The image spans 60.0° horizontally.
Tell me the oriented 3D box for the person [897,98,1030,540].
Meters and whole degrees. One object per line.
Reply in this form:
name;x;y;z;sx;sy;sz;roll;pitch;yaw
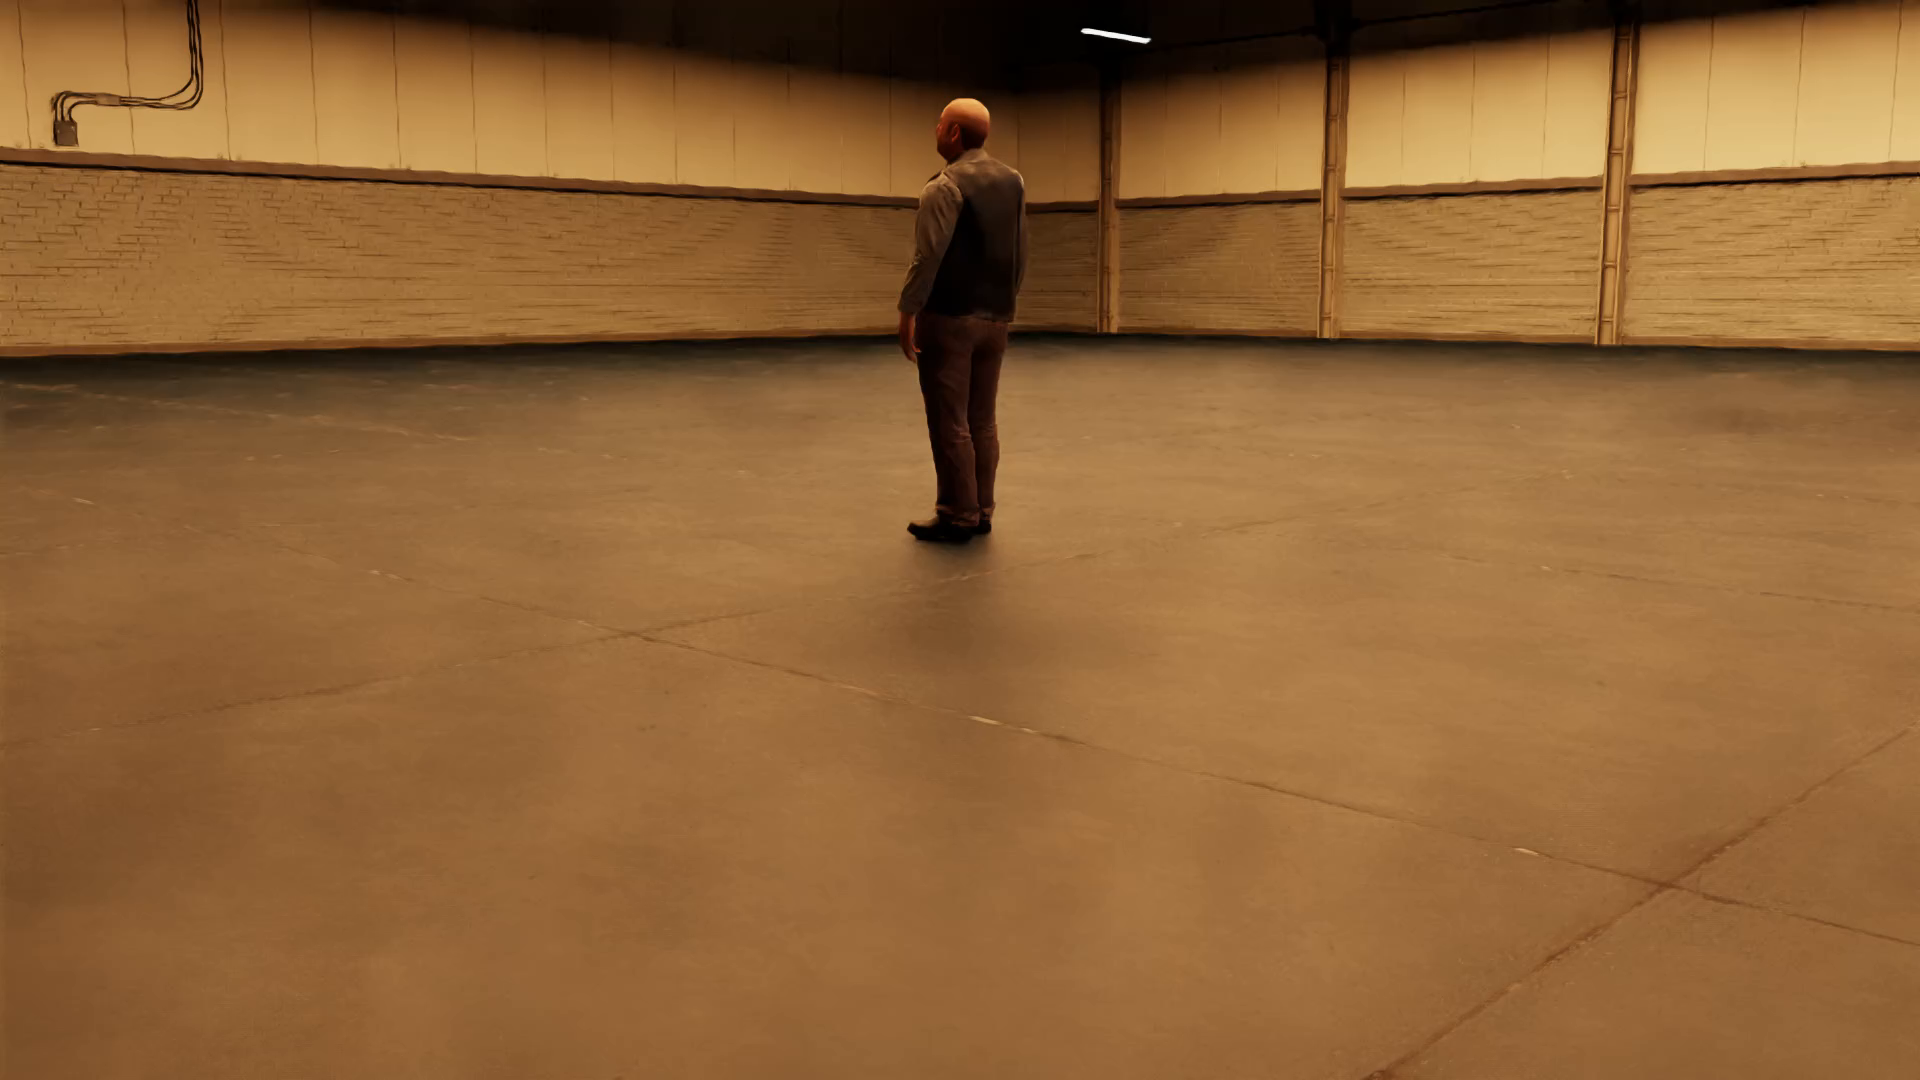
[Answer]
person;-0.039;-0.866;6.637;0.567;1.720;0.632;8;12;43
